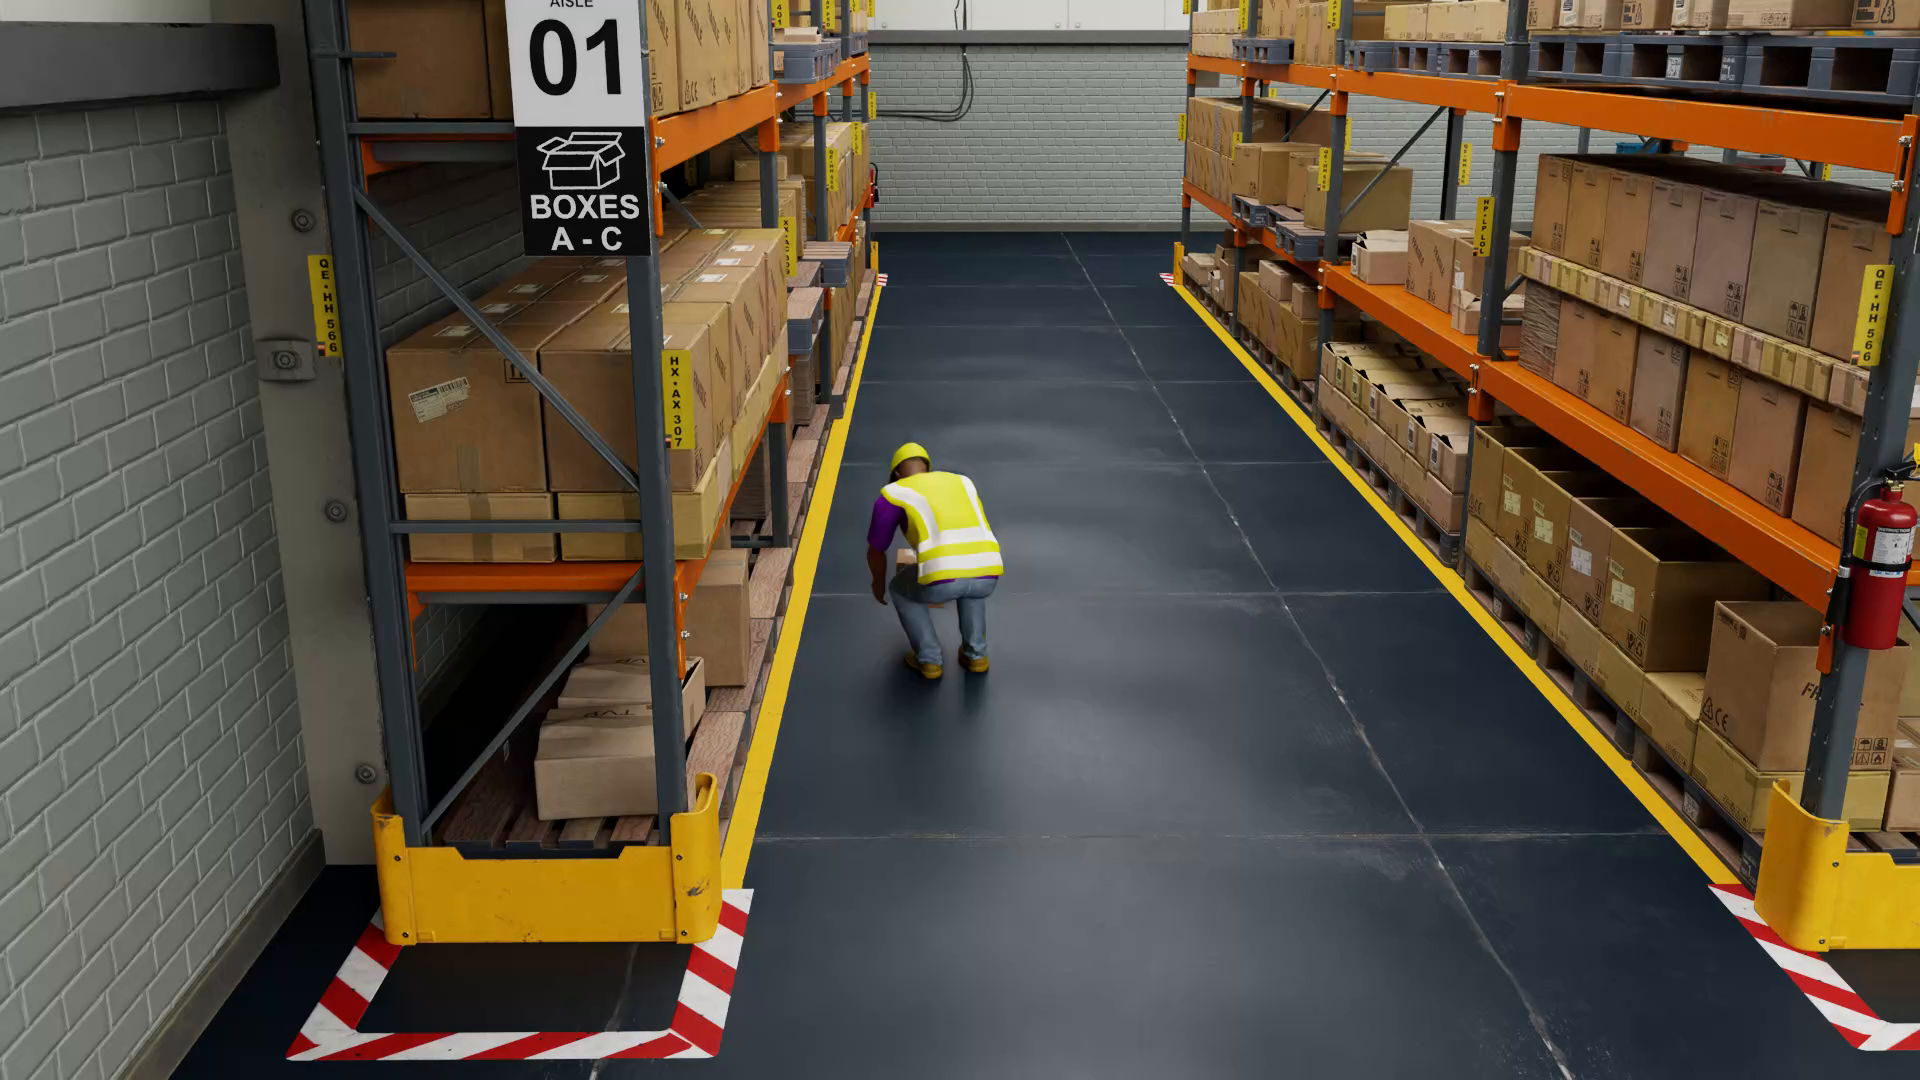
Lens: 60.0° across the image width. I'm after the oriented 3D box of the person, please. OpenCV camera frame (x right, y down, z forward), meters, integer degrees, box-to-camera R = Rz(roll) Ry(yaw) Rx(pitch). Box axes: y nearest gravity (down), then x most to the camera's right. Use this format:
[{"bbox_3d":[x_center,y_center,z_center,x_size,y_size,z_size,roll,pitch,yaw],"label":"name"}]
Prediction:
[{"bbox_3d":[-0.136,0.105,8.355,0.594,1.073,0.863,-5,18,-17],"label":"person"}]
